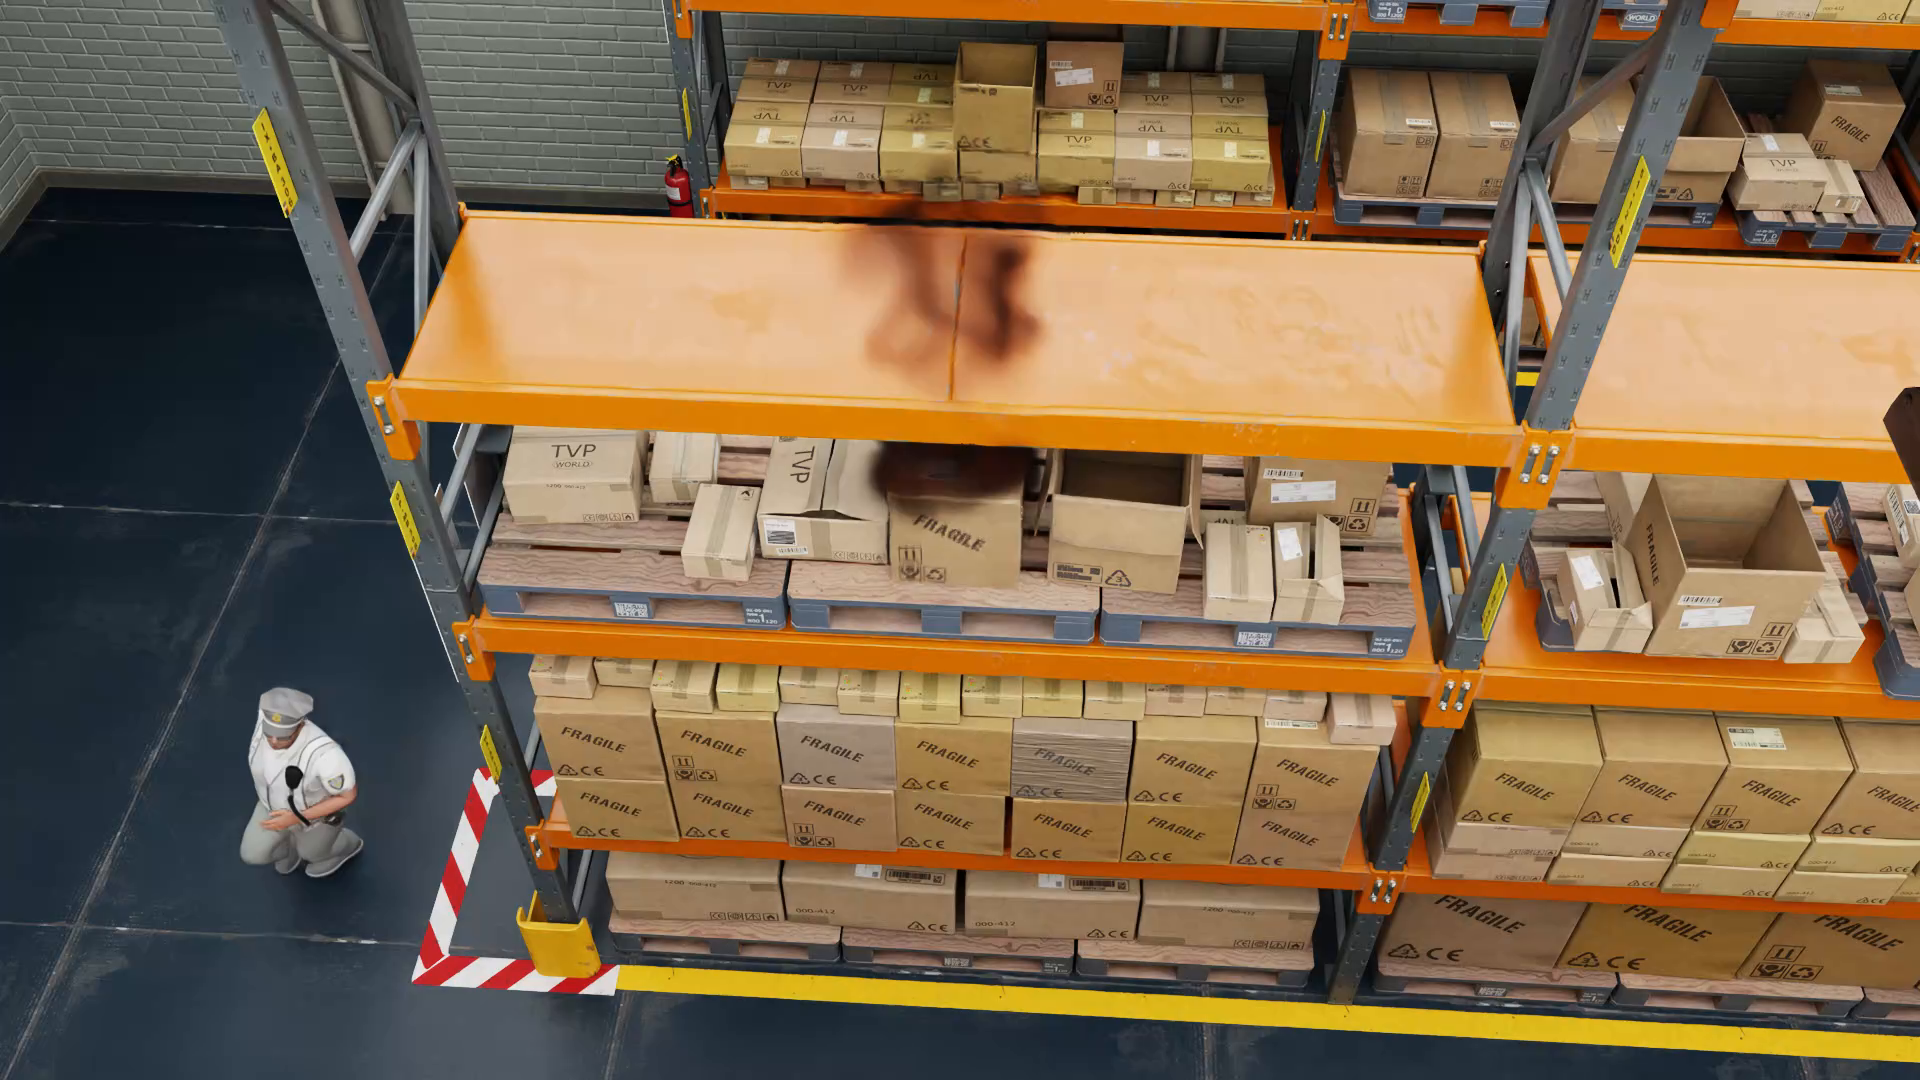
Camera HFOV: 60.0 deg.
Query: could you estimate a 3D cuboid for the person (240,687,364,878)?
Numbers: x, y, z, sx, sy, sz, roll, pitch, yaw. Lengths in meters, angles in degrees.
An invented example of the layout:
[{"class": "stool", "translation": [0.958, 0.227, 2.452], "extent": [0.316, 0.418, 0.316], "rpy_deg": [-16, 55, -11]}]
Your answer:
[{"class": "person", "translation": [-3.364, 1.331, 8.390], "extent": [0.777, 1.698, 0.581], "rpy_deg": [24, 52, 20]}]
